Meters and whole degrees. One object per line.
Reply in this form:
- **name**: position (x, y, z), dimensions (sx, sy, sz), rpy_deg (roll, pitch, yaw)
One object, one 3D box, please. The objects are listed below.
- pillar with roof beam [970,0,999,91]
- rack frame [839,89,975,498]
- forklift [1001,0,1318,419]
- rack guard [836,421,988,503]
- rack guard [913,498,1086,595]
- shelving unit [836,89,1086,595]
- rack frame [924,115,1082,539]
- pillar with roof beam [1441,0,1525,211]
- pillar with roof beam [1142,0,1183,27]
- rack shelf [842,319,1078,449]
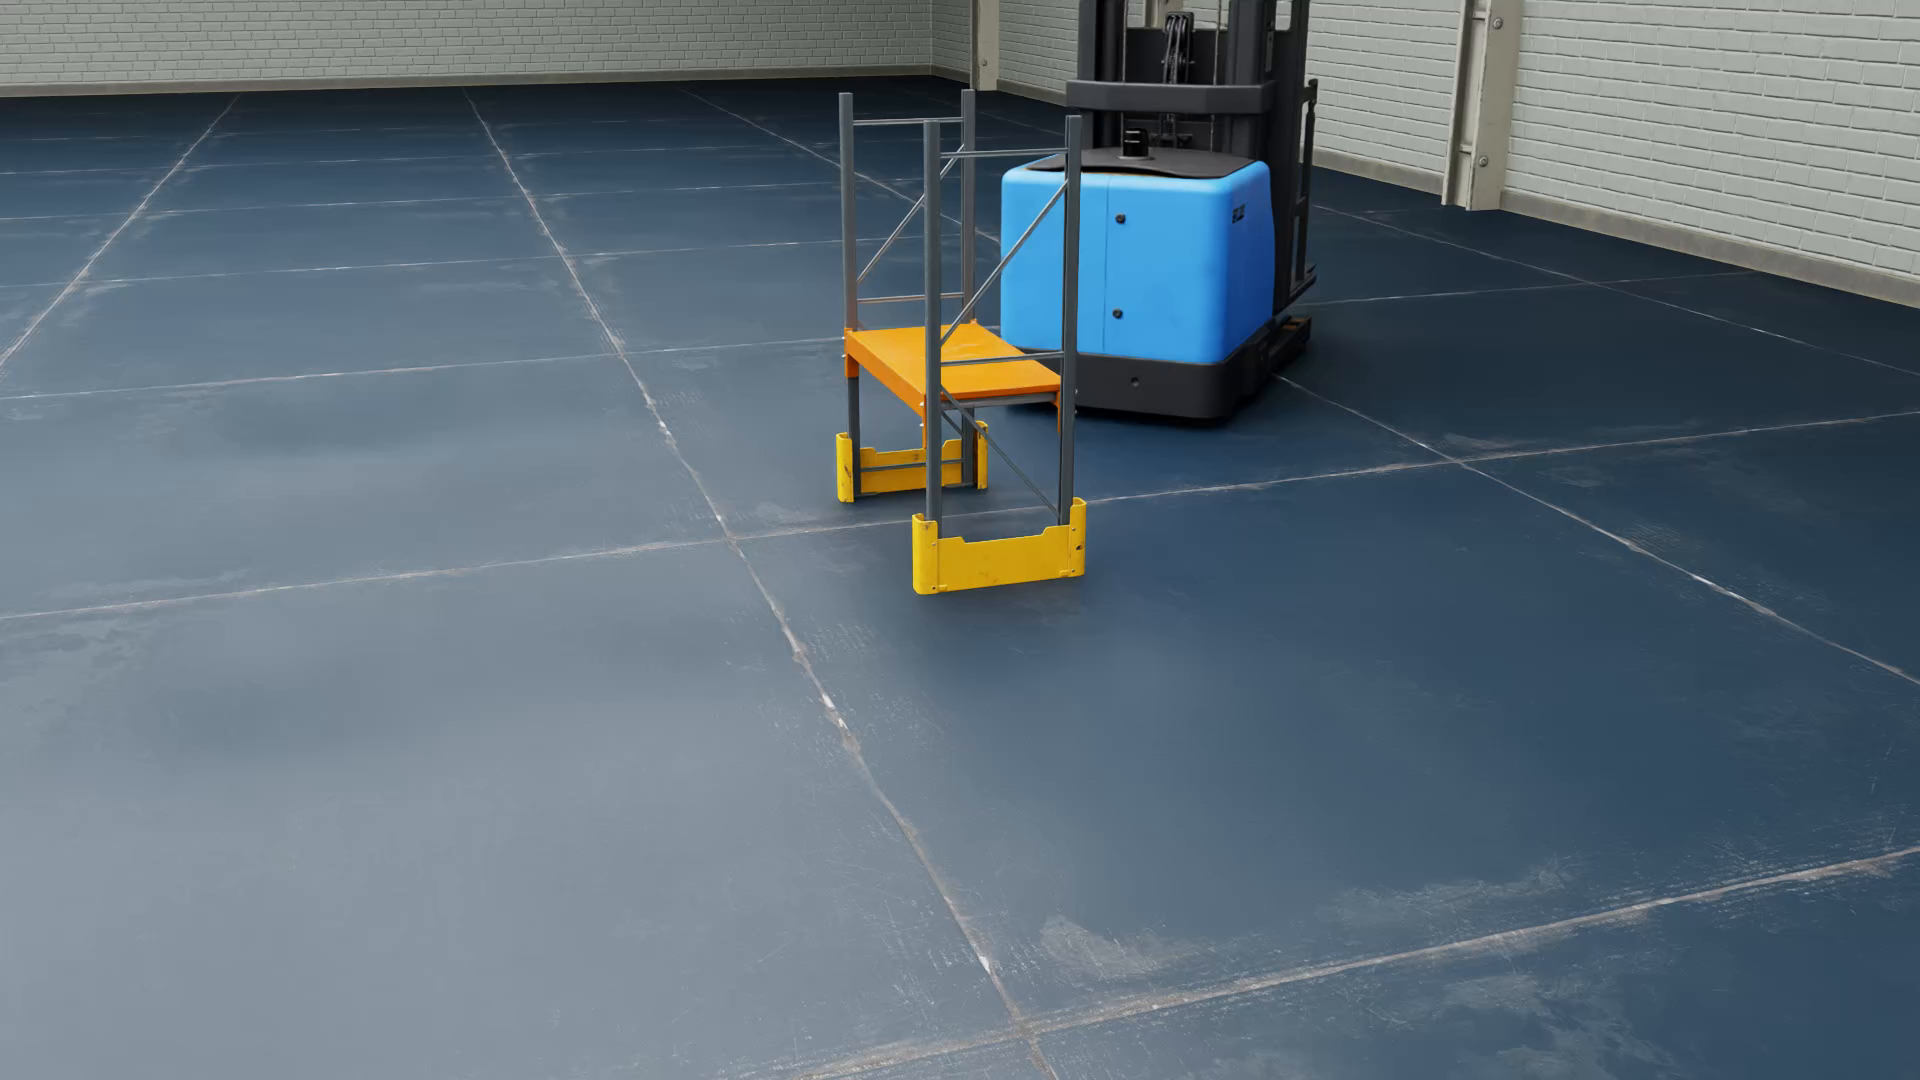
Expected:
- **pillar with roof beam**: position (-3.735, -10.319, 21.332), dimensions (9.100, 9.000, 0.400), rpy_deg (-6, 21, -17)
- **rack frame**: position (-0.187, -0.896, 6.193), dimensions (0.500, 1.500, 0.032), rpy_deg (-6, 21, -17)
- **forklift**: position (1.196, -2.364, 8.161), dimensions (1.130, 2.935, 3.031), rpy_deg (8, 21, 21)
- **rack guard**: position (-0.181, -0.302, 6.387), dimensions (0.587, 0.250, 0.087), rpy_deg (-6, 21, -17)
- **rack guard**: position (0.133, 0.018, 5.497), dimensions (0.587, 0.250, 0.087), rpy_deg (-6, 21, -17)
- **shelving unit**: position (-0.024, -0.730, 5.731), dimensions (0.587, 1.500, 1.083), rpy_deg (-6, 21, -17)
- **rack frame**: position (0.133, -0.570, 5.285), dimensions (0.500, 1.500, 0.032), rpy_deg (-6, 21, -17)
- **pillar with roof beam**: position (0.036, -6.468, 10.611), dimensions (9.100, 9.000, 0.400), rpy_deg (-6, 21, -17)
- **pillar with roof beam**: position (-1.850, -8.393, 15.972), dimensions (9.100, 9.000, 0.400), rpy_deg (-6, 21, -17)
- **rack shelf**: position (-0.027, -0.564, 5.800), dimensions (0.538, 0.185, 1.000), rpy_deg (-6, 21, -17)
